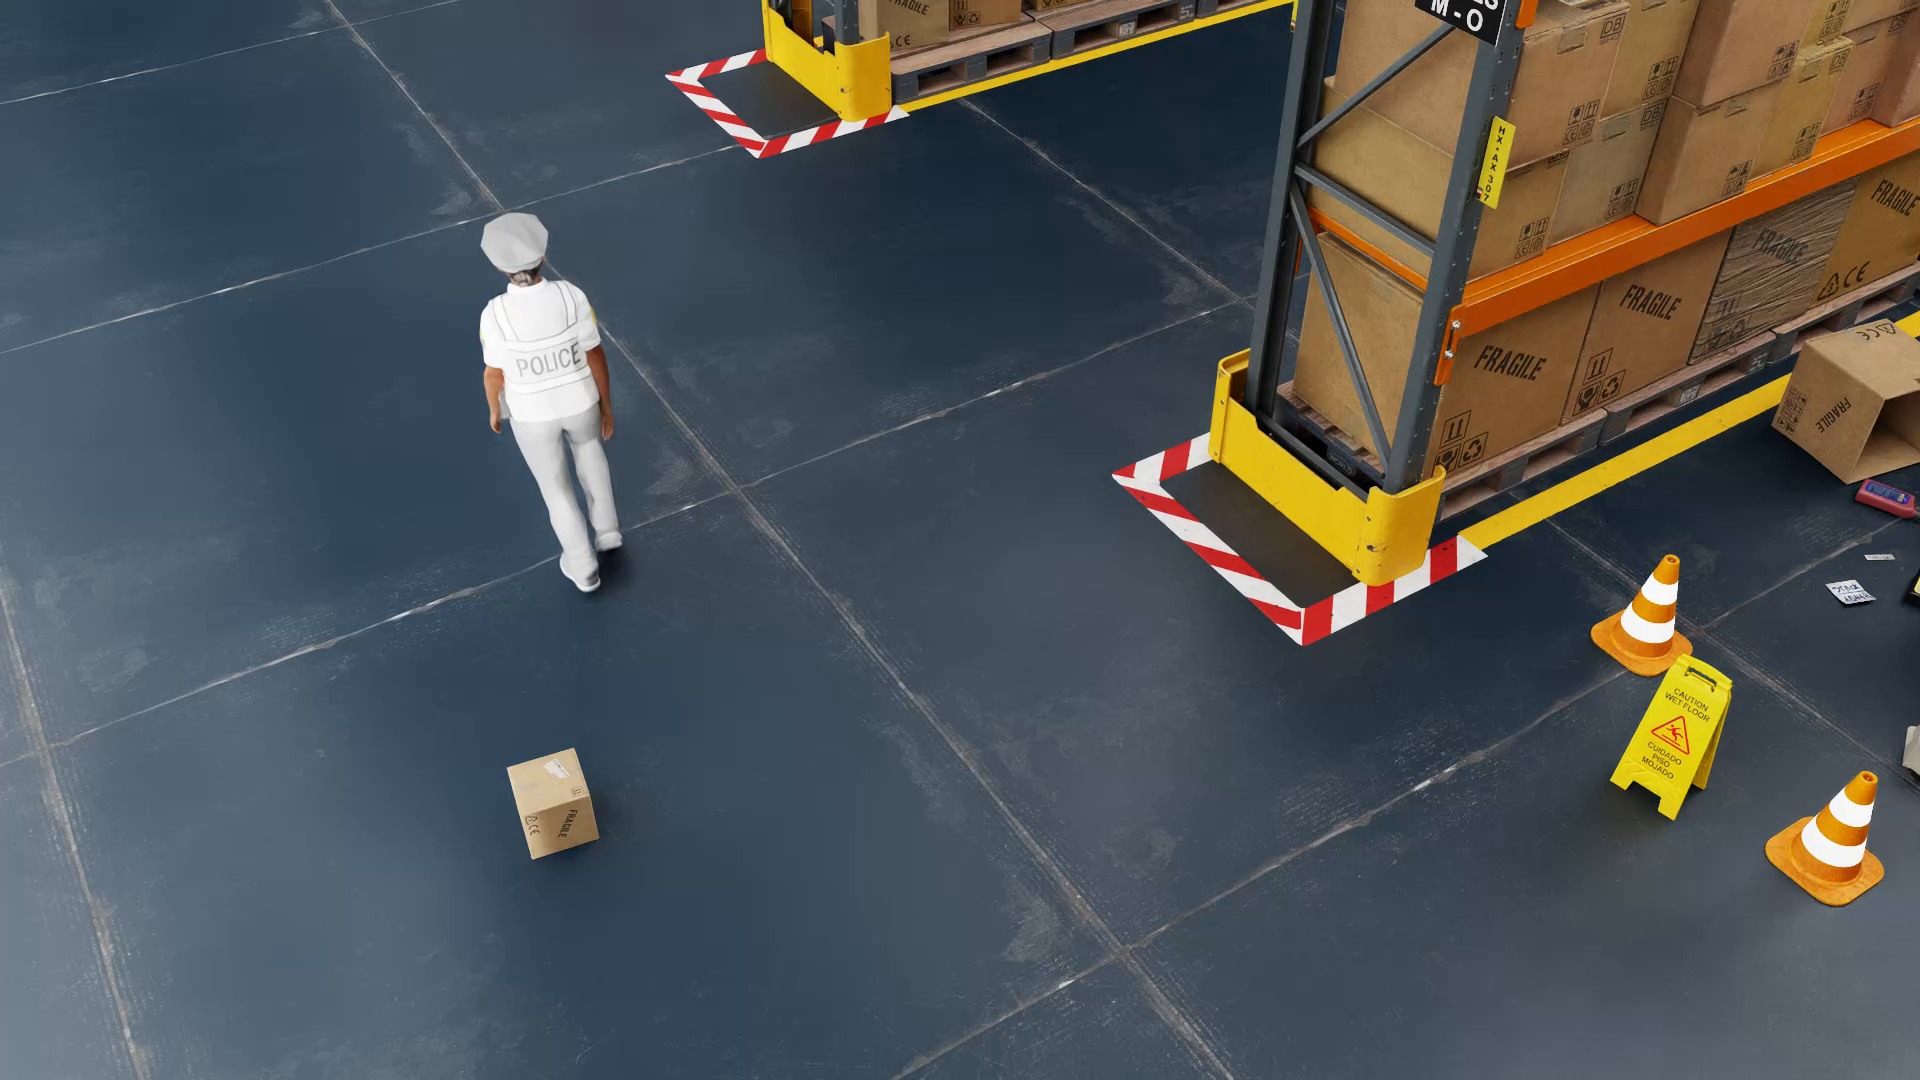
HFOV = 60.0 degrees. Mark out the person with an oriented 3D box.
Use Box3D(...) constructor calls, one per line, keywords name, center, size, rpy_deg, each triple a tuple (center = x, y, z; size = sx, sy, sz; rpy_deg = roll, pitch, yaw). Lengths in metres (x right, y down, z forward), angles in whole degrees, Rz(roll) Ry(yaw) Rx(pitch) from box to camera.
Box3D(name="person", center=(-1.655, -0.522, 6.752), size=(0.464, 1.743, 0.481), rpy_deg=(-21, 45, -23))
